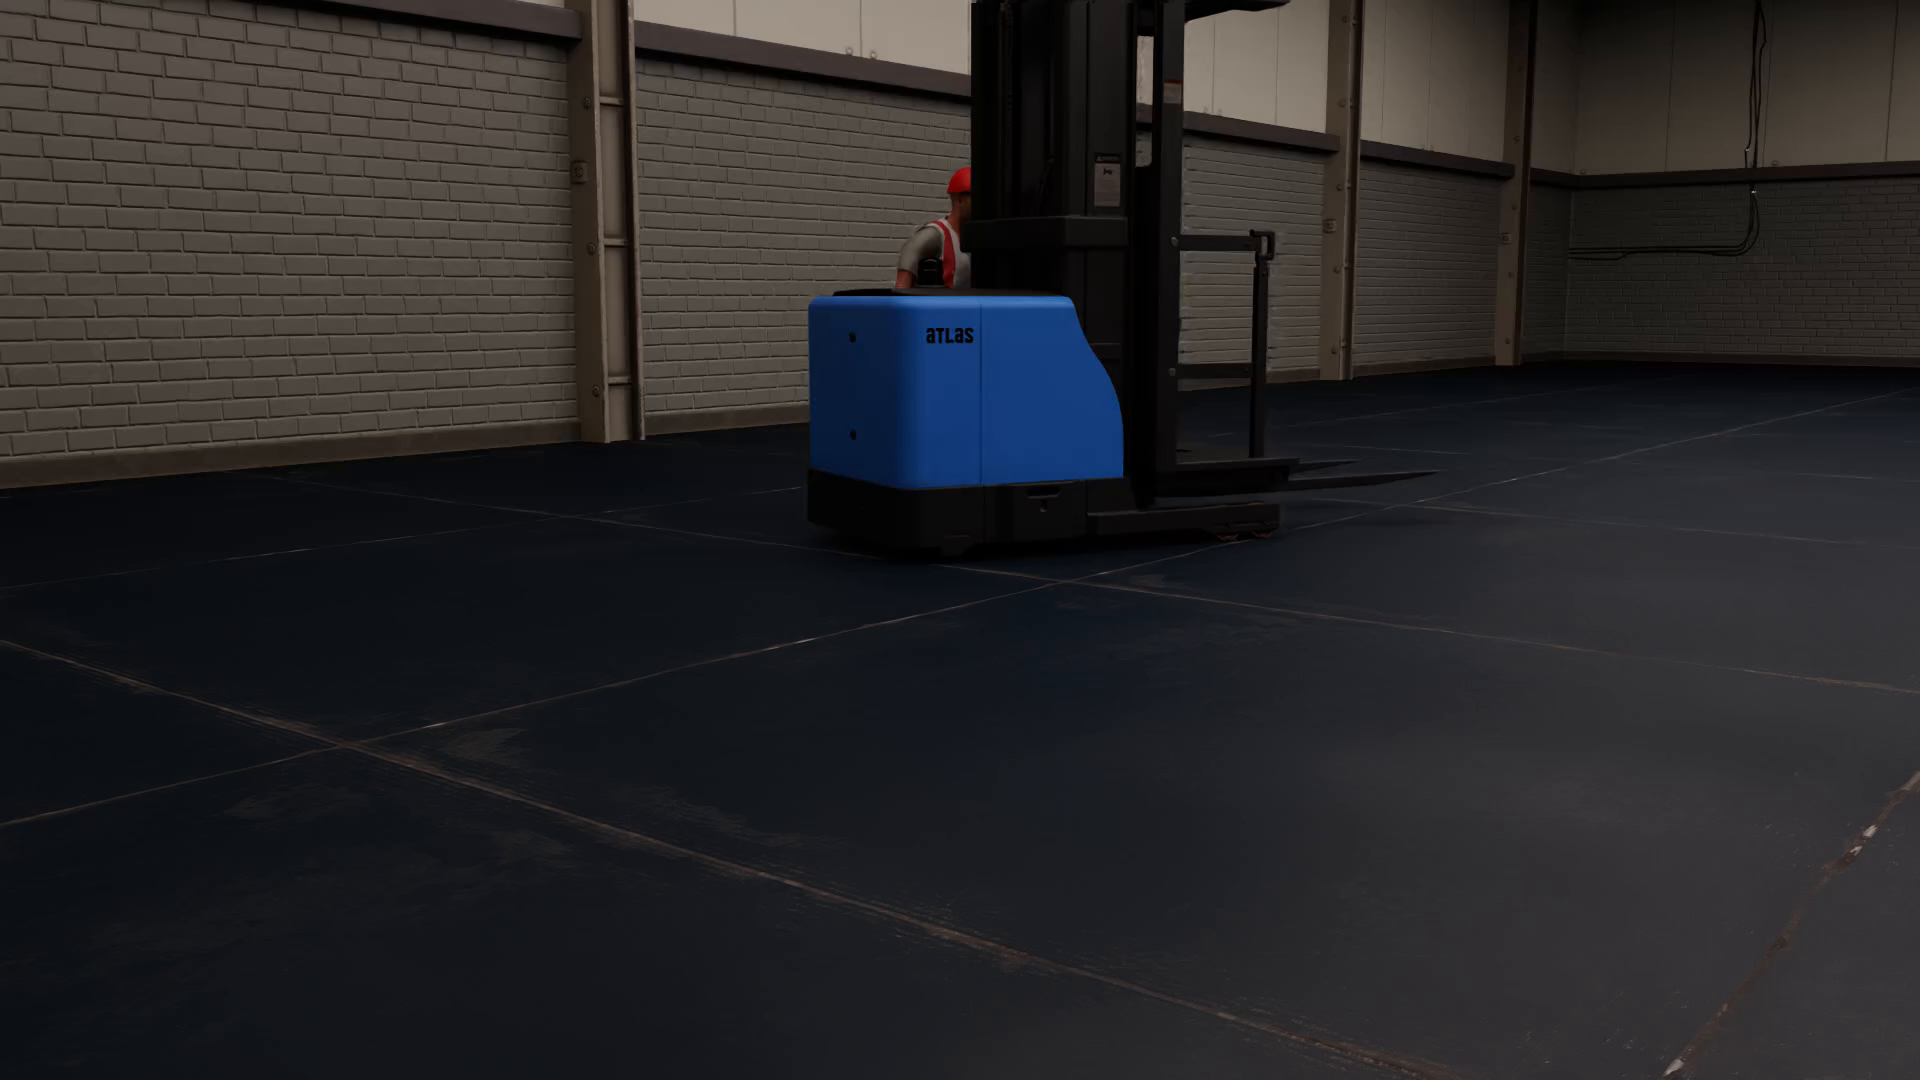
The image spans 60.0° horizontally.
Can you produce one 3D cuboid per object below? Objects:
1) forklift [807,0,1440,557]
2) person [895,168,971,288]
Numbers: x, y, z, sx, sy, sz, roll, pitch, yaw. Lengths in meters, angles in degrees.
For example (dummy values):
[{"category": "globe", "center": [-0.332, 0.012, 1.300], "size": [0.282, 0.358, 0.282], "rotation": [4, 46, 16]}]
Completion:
[{"category": "forklift", "center": [0.862, -1.507, 7.582], "size": [3.031, 2.935, 1.130], "rotation": [-4, 9, -27]}, {"category": "person", "center": [-0.048, -0.953, 8.101], "size": [0.923, 1.692, 0.490], "rotation": [-8, 11, -42]}]
